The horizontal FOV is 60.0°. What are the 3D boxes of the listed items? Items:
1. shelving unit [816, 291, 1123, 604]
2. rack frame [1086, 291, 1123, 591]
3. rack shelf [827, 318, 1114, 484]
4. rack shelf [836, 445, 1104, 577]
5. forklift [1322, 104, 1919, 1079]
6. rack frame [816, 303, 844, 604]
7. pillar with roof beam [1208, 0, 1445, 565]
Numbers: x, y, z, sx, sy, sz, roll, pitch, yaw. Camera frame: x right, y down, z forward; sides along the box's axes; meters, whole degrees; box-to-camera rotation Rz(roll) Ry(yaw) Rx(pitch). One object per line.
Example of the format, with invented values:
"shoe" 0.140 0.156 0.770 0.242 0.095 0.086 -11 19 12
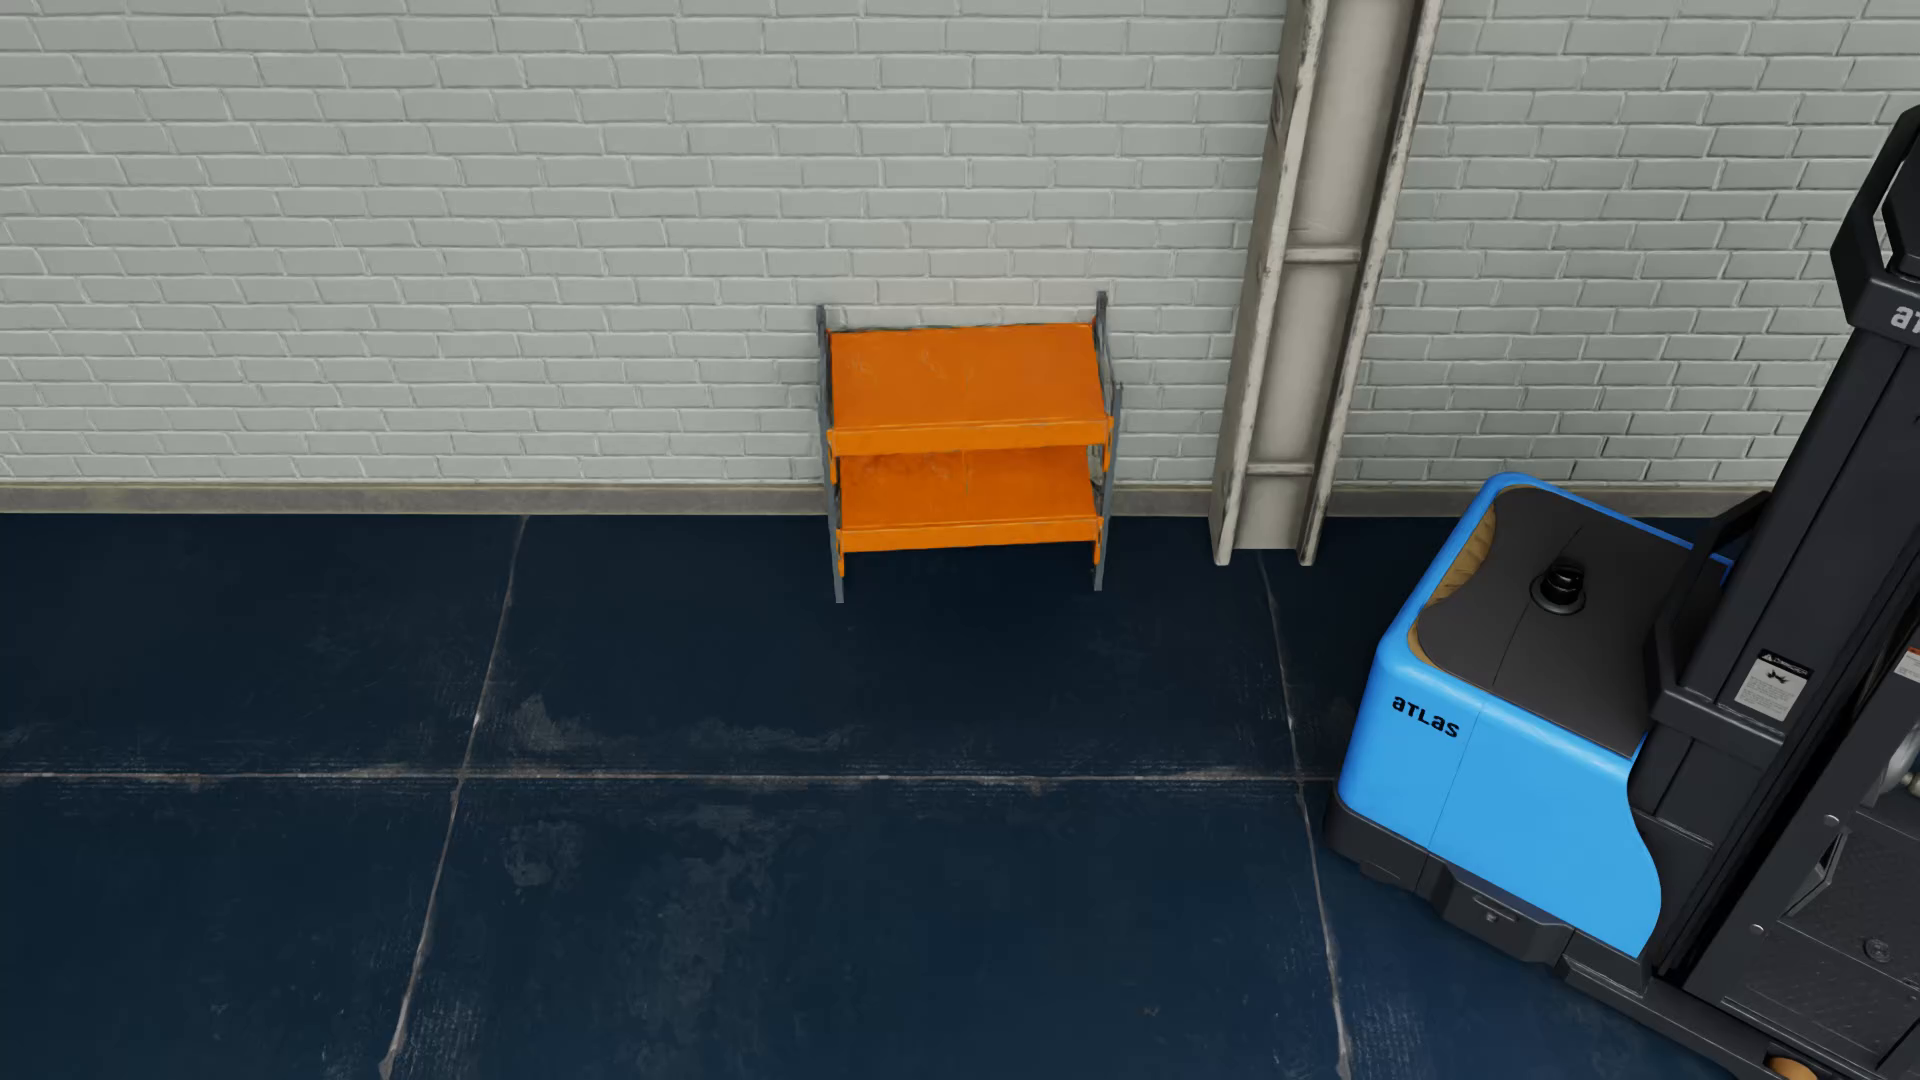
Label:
"shelving unit" 0.021 -0.324 6.266 1.048 1.125 0.538 -3 51 -2
"rack frame" 0.528 -0.349 6.287 0.032 1.125 0.500 -3 51 -2
"rack shelf" 0.021 -0.511 6.040 1.000 0.278 0.538 -3 51 -2
"rack shelf" 0.021 -0.169 6.454 1.000 0.278 0.538 -3 51 -2
"forklift" 2.748 0.383 4.391 3.031 2.935 1.130 27 53 23
"rack frame" -0.486 -0.299 6.245 0.032 1.125 0.500 -3 51 -2
"pillar with roof beam" 1.204 0.073 0.534 0.400 9.000 9.100 0 47 0
